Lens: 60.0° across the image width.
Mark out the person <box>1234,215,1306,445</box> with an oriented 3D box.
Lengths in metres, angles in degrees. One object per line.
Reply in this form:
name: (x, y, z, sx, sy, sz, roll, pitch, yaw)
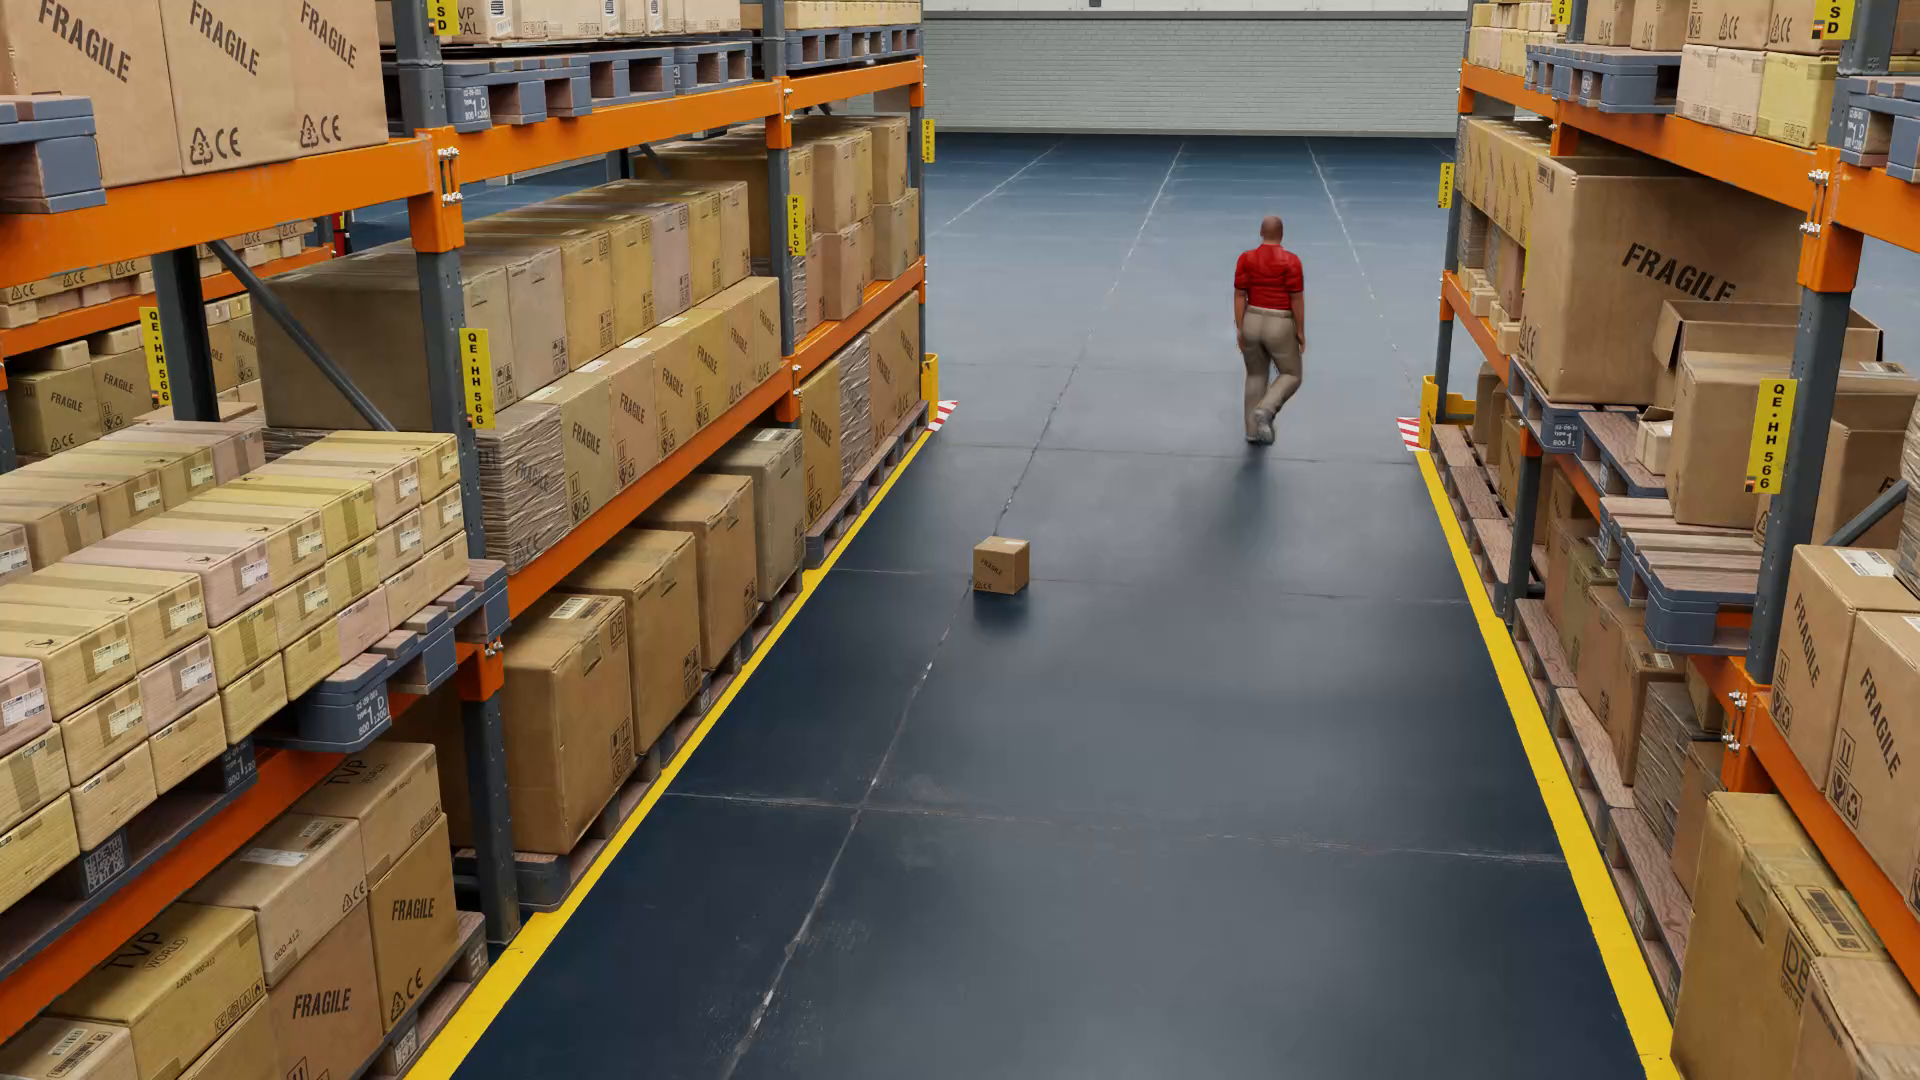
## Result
person: (2.296, -1.551, 12.369, 0.552, 1.712, 0.605, 10, 20, 29)
